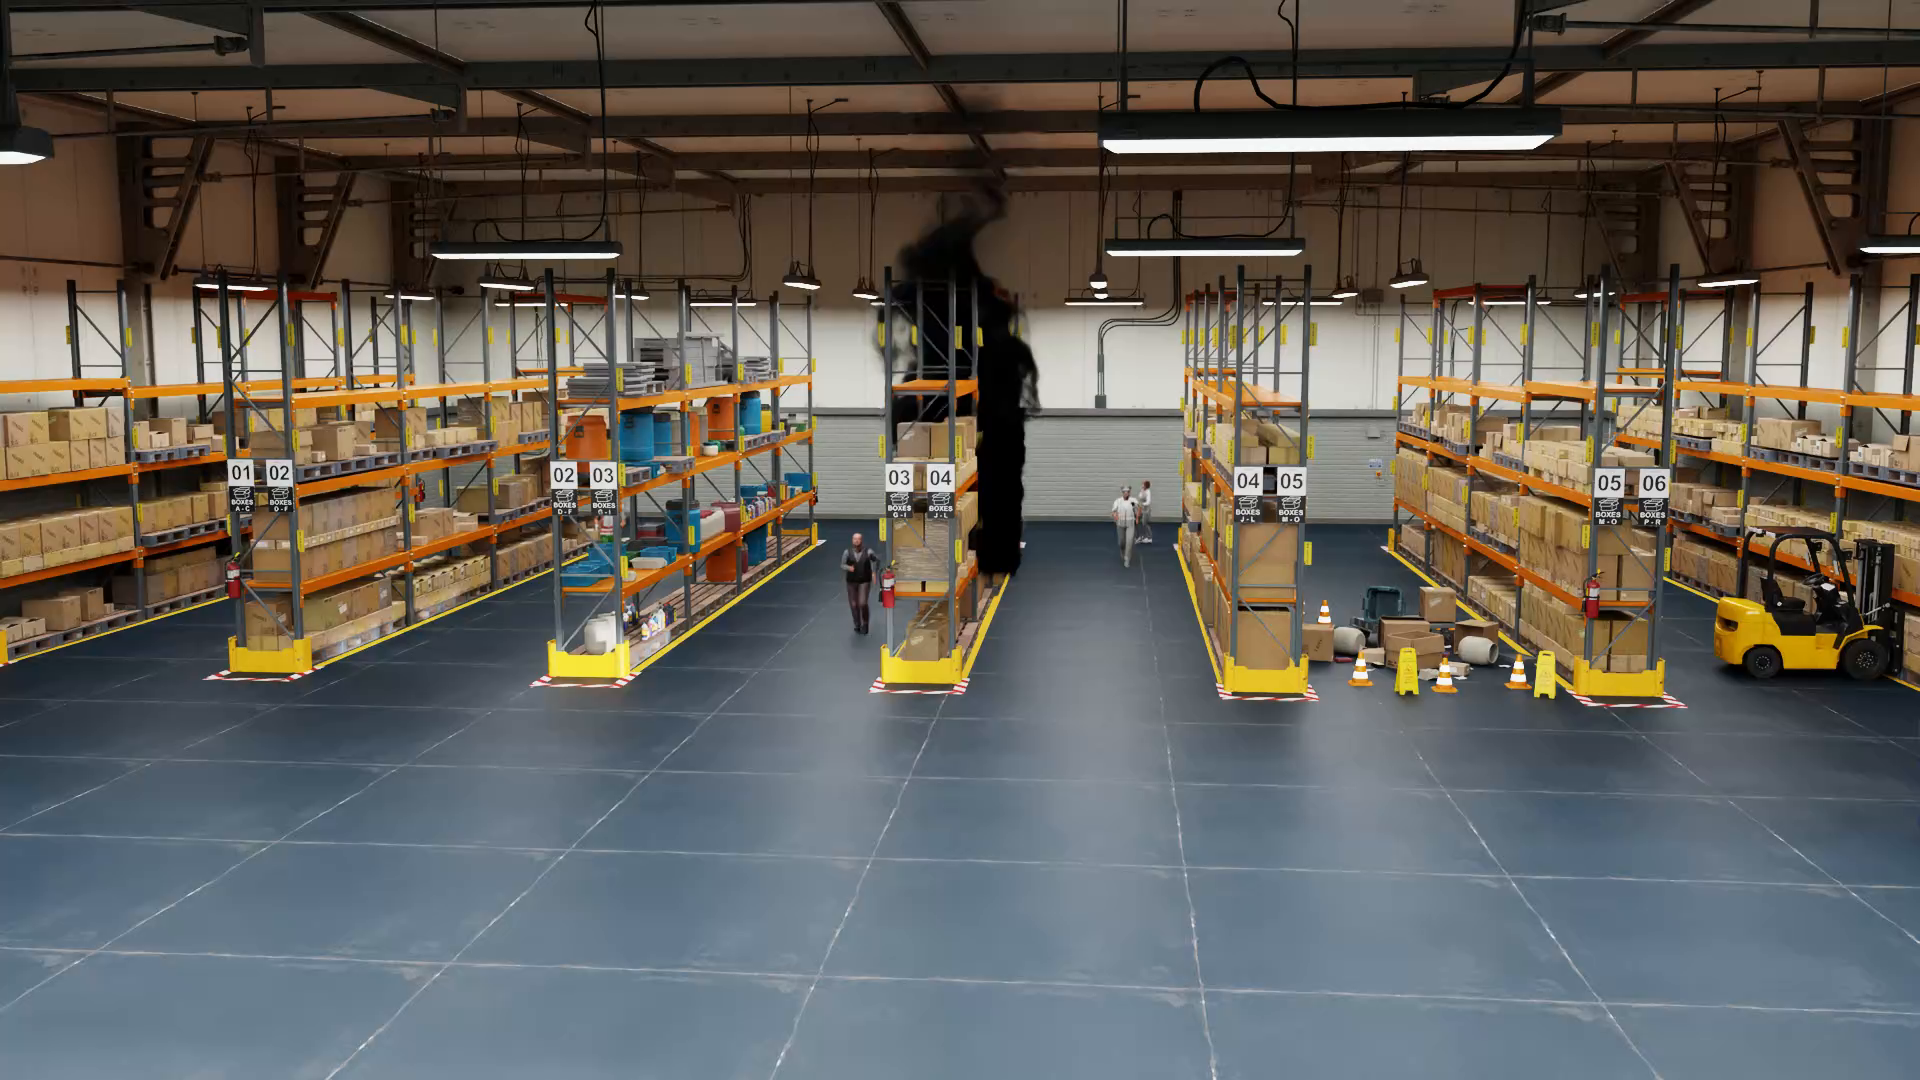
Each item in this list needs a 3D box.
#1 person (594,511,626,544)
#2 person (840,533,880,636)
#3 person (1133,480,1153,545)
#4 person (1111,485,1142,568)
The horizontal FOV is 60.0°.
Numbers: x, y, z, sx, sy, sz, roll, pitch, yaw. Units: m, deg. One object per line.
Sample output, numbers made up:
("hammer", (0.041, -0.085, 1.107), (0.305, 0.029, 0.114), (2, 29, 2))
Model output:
("person", (-7.374, -0.085, 34.927), (0.658, 1.728, 0.737), (0, 7, -3))
("person", (-1.704, 0.754, 28.028), (0.627, 1.733, 0.703), (1, 7, 7))
("person", (4.479, -0.666, 40.300), (0.615, 1.601, 0.538), (-4, 8, -31))
("person", (3.671, -0.324, 36.748), (0.663, 1.788, 0.925), (1, 7, 8))
